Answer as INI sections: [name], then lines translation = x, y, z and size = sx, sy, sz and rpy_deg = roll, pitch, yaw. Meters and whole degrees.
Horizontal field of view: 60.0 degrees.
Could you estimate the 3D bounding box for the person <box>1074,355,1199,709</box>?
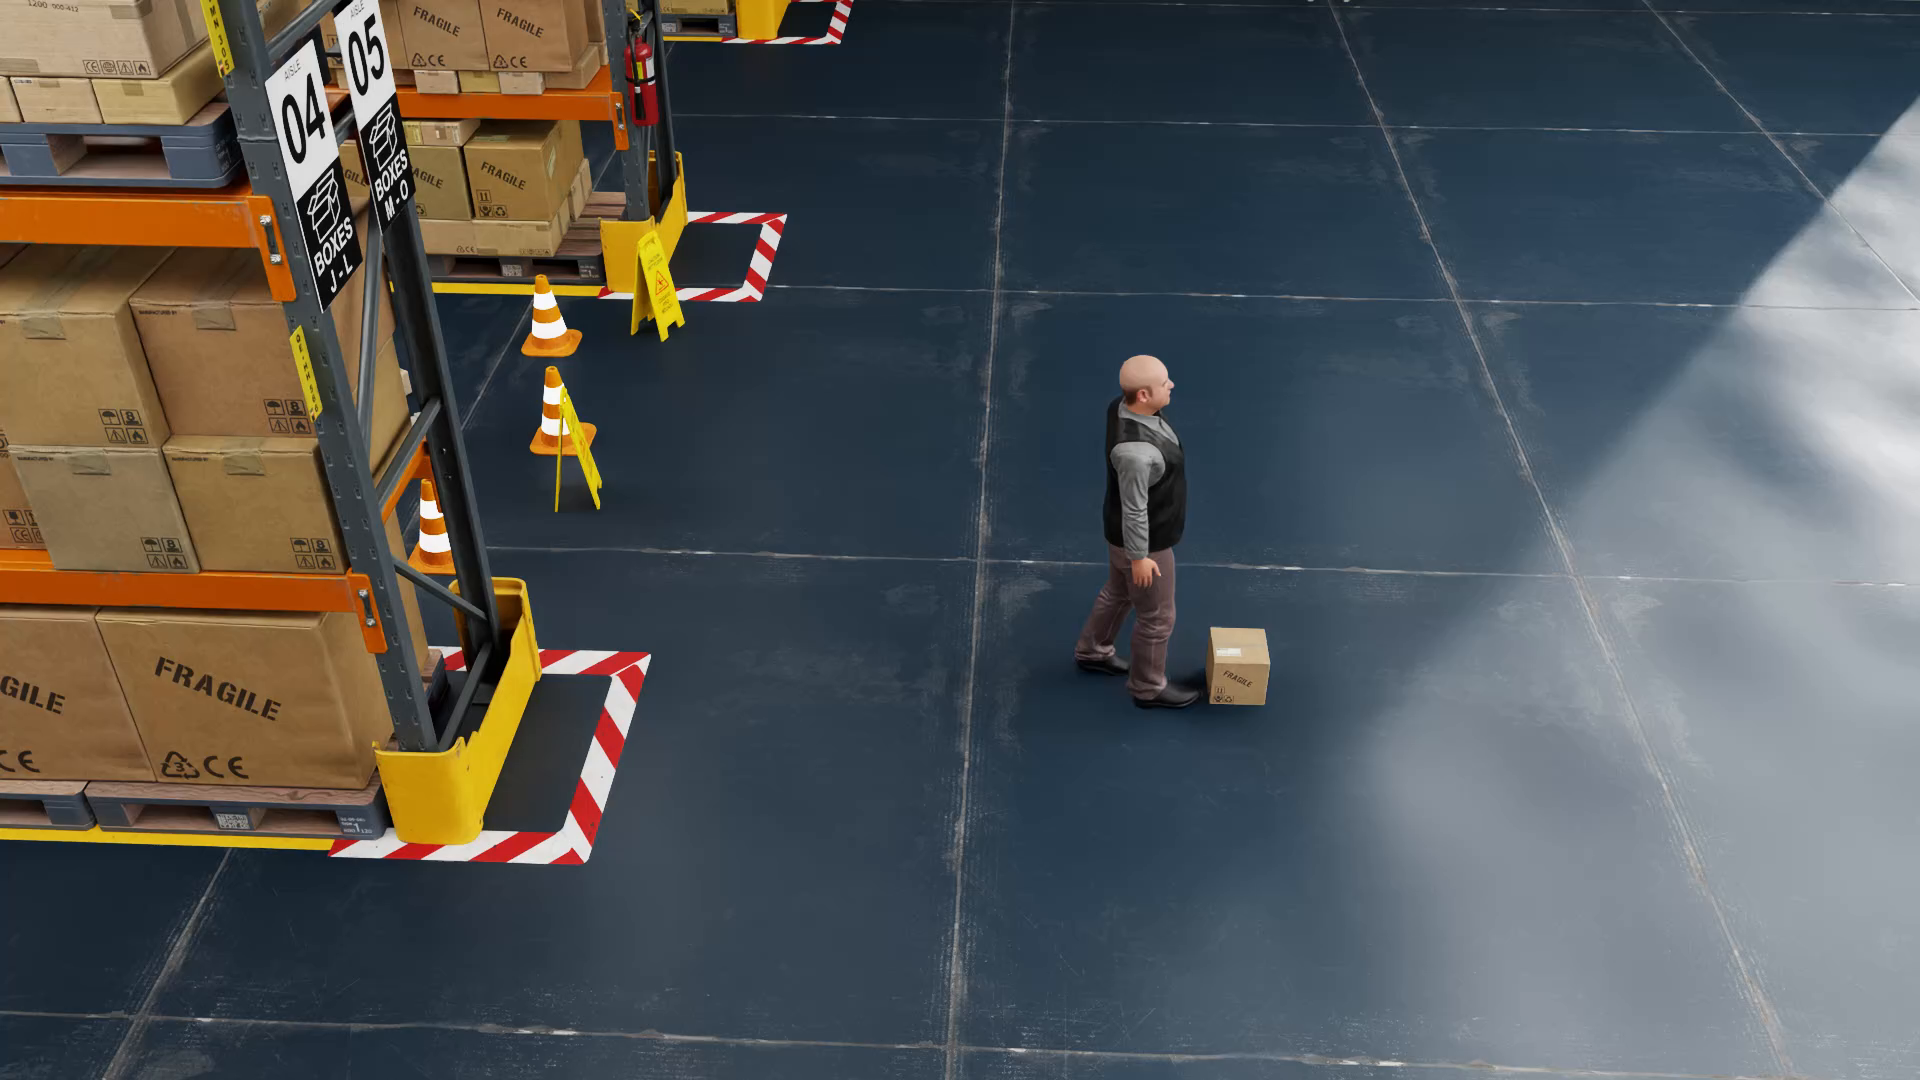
[person]
translation = 0.809, -0.029, 7.190
size = 0.567, 1.731, 0.544
rpy_deg = 2, 35, 2
